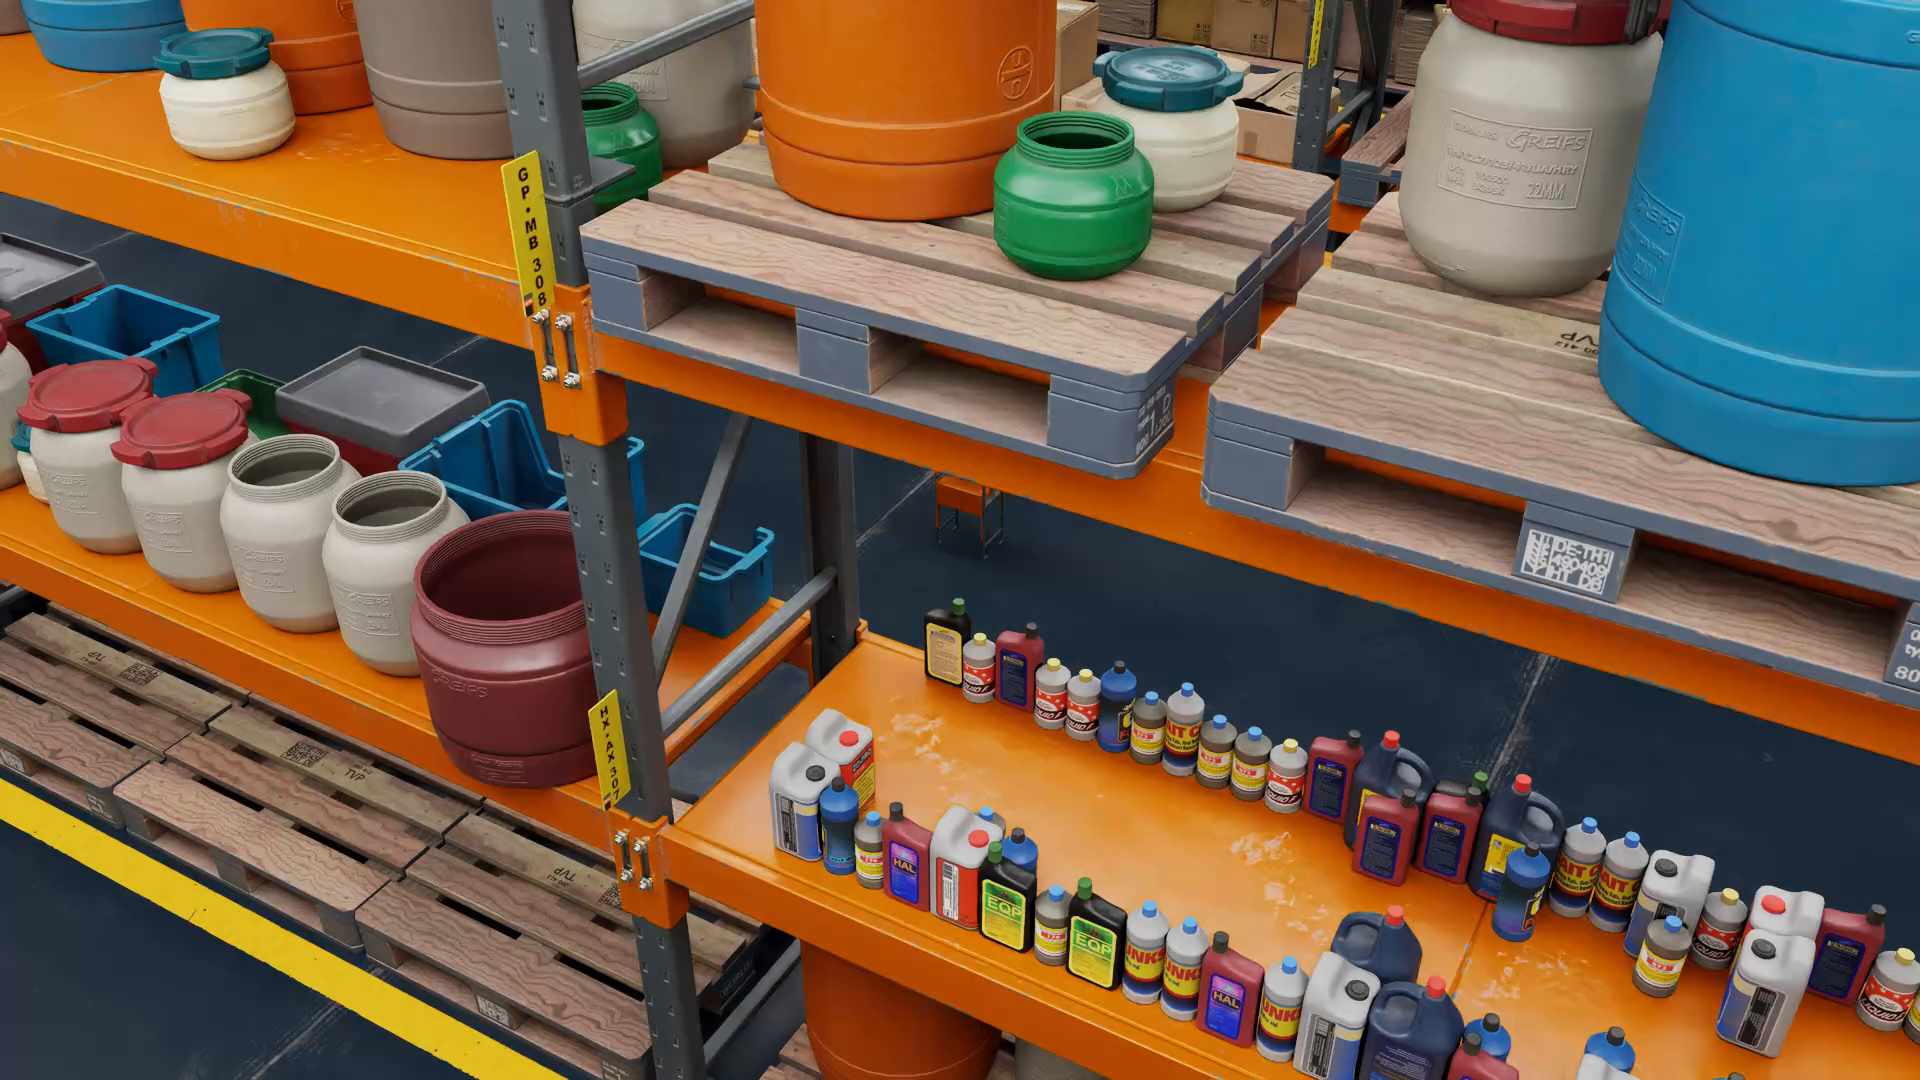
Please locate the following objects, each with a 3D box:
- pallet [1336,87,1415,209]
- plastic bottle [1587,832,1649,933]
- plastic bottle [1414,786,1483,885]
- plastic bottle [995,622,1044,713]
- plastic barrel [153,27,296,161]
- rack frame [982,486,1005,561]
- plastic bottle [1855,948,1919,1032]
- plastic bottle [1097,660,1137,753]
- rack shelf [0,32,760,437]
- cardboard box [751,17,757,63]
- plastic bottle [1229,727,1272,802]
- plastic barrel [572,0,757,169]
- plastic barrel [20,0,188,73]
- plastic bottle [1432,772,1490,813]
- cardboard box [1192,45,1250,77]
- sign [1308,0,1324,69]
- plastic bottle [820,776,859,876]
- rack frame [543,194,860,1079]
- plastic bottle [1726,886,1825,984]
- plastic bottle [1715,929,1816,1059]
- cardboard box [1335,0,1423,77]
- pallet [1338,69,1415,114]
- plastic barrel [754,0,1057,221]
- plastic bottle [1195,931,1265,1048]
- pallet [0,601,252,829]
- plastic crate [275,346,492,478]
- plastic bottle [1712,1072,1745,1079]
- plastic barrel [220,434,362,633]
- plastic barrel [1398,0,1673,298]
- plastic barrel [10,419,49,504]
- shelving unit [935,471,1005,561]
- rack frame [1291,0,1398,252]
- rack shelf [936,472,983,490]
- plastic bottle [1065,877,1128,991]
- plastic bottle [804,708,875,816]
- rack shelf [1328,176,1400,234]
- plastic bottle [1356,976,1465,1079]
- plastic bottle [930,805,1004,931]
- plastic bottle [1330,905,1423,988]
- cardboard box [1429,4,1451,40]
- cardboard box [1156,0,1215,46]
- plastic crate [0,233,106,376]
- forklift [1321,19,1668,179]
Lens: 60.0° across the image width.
[{"bbox_3d":[2.486,-1.826,7.959,1.003,0.211,1.213,18,37,24],"label":"pallet"},{"bbox_3d":[1.570,0.804,3.953,0.097,0.271,0.097,0,34,0],"label":"plastic bottle"},{"bbox_3d":[1.203,0.710,4.083,0.133,0.283,0.061,18,37,24],"label":"plastic bottle"},{"bbox_3d":[0.165,0.342,4.635,0.133,0.283,0.061,18,37,24],"label":"plastic bottle"},{"bbox_3d":[-1.818,-1.104,4.120,0.301,0.262,0.301,0,34,0],"label":"plastic barrel"},{"bbox_3d":[0.152,-0.389,7.387,0.008,1.050,0.200,18,37,24],"label":"rack frame"},{"bbox_3d":[2.088,0.997,3.725,0.097,0.201,0.097,0,34,0],"label":"plastic bottle"},{"bbox_3d":[0.425,0.441,4.497,0.097,0.271,0.097,0,34,0],"label":"plastic bottle"},{"bbox_3d":[-2.335,-1.175,4.751,4.000,0.370,1.077,18,37,24],"label":"rack shelf"},{"bbox_3d":[-1.161,-2.982,9.656,0.500,0.250,0.500,20,39,27],"label":"cardboard box"},{"bbox_3d":[0.763,0.578,4.356,0.097,0.201,0.097,0,34,0],"label":"plastic bottle"},{"bbox_3d":[-0.716,-1.204,4.044,0.421,0.512,0.421,0,34,0],"label":"plastic barrel"},{"bbox_3d":[-2.386,-1.838,4.645,0.708,0.901,0.600,18,37,24],"label":"plastic barrel"},{"bbox_3d":[1.233,0.681,4.127,0.133,0.283,0.061,18,37,24],"label":"plastic bottle"},{"bbox_3d":[1.182,-2.360,8.669,0.500,0.311,0.500,17,37,24],"label":"cardboard box"},{"bbox_3d":[1.590,-2.272,7.411,0.005,0.325,0.100,18,37,24],"label":"sign"},{"bbox_3d":[-0.296,0.697,4.112,0.097,0.271,0.097,0,34,0],"label":"plastic bottle"},{"bbox_3d":[-0.598,0.324,4.557,0.127,3.000,1.000,18,37,24],"label":"rack frame"},{"bbox_3d":[1.858,0.911,3.788,0.135,0.276,0.152,18,37,24],"label":"plastic bottle"},{"bbox_3d":[1.783,0.984,3.678,0.135,0.276,0.152,18,37,24],"label":"plastic bottle"},{"bbox_3d":[3.277,-3.956,12.843,0.500,0.500,0.700,18,37,24],"label":"cardboard box"},{"bbox_3d":[3.640,-3.498,12.813,1.213,0.211,1.003,18,37,24],"label":"pallet"},{"bbox_3d":[-0.107,-1.120,3.253,0.708,0.830,0.600,18,37,24],"label":"plastic barrel"},{"bbox_3d":[0.598,0.987,3.667,0.133,0.283,0.061,18,37,24],"label":"plastic bottle"},{"bbox_3d":[-3.370,0.582,6.685,1.213,0.211,1.003,18,37,24],"label":"pallet"},{"bbox_3d":[-1.849,-0.294,5.427,0.583,0.464,0.402,18,37,24],"label":"plastic crate"},{"bbox_3d":[1.546,1.184,3.382,0.097,0.271,0.097,0,34,0],"label":"plastic bottle"},{"bbox_3d":[-1.963,-0.018,4.970,0.421,0.512,0.421,0,34,0],"label":"plastic barrel"},{"bbox_3d":[1.016,-0.741,2.948,0.433,0.535,0.433,0,34,0],"label":"plastic barrel"},{"bbox_3d":[-2.998,-0.280,5.589,0.301,0.262,0.301,0,34,0],"label":"plastic barrel"},{"bbox_3d":[0.046,-0.422,7.437,0.252,1.050,0.215,18,37,24],"label":"shelving unit"},{"bbox_3d":[1.863,-2.058,8.135,0.127,3.000,1.000,18,37,24],"label":"rack frame"},{"bbox_3d":[0.046,-0.413,7.443,0.240,0.259,0.215,18,37,24],"label":"rack shelf"},{"bbox_3d":[0.313,0.897,3.802,0.133,0.283,0.061,18,37,24],"label":"plastic bottle"},{"bbox_3d":[-0.307,0.577,4.289,0.135,0.276,0.152,18,37,24],"label":"plastic bottle"},{"bbox_3d":[3.599,-1.209,7.508,4.000,0.370,1.077,18,37,24],"label":"rack shelf"},{"bbox_3d":[0.958,1.047,3.516,0.185,0.351,0.144,18,37,24],"label":"plastic bottle"},{"bbox_3d":[0.019,0.778,3.988,0.135,0.276,0.152,18,37,24],"label":"plastic bottle"},{"bbox_3d":[0.917,0.936,3.682,0.185,0.351,0.144,18,37,24],"label":"plastic bottle"},{"bbox_3d":[2.466,-2.156,7.812,0.500,0.500,0.700,6,34,9],"label":"cardboard box"},{"bbox_3d":[1.966,-4.374,13.470,0.500,0.500,0.700,17,37,23],"label":"cardboard box"},{"bbox_3d":[-3.499,-0.816,6.212,0.583,0.464,0.402,18,37,24],"label":"plastic crate"},{"bbox_3d":[3.410,-3.000,9.611,3.031,2.935,1.130,17,37,24],"label":"forklift"}]
